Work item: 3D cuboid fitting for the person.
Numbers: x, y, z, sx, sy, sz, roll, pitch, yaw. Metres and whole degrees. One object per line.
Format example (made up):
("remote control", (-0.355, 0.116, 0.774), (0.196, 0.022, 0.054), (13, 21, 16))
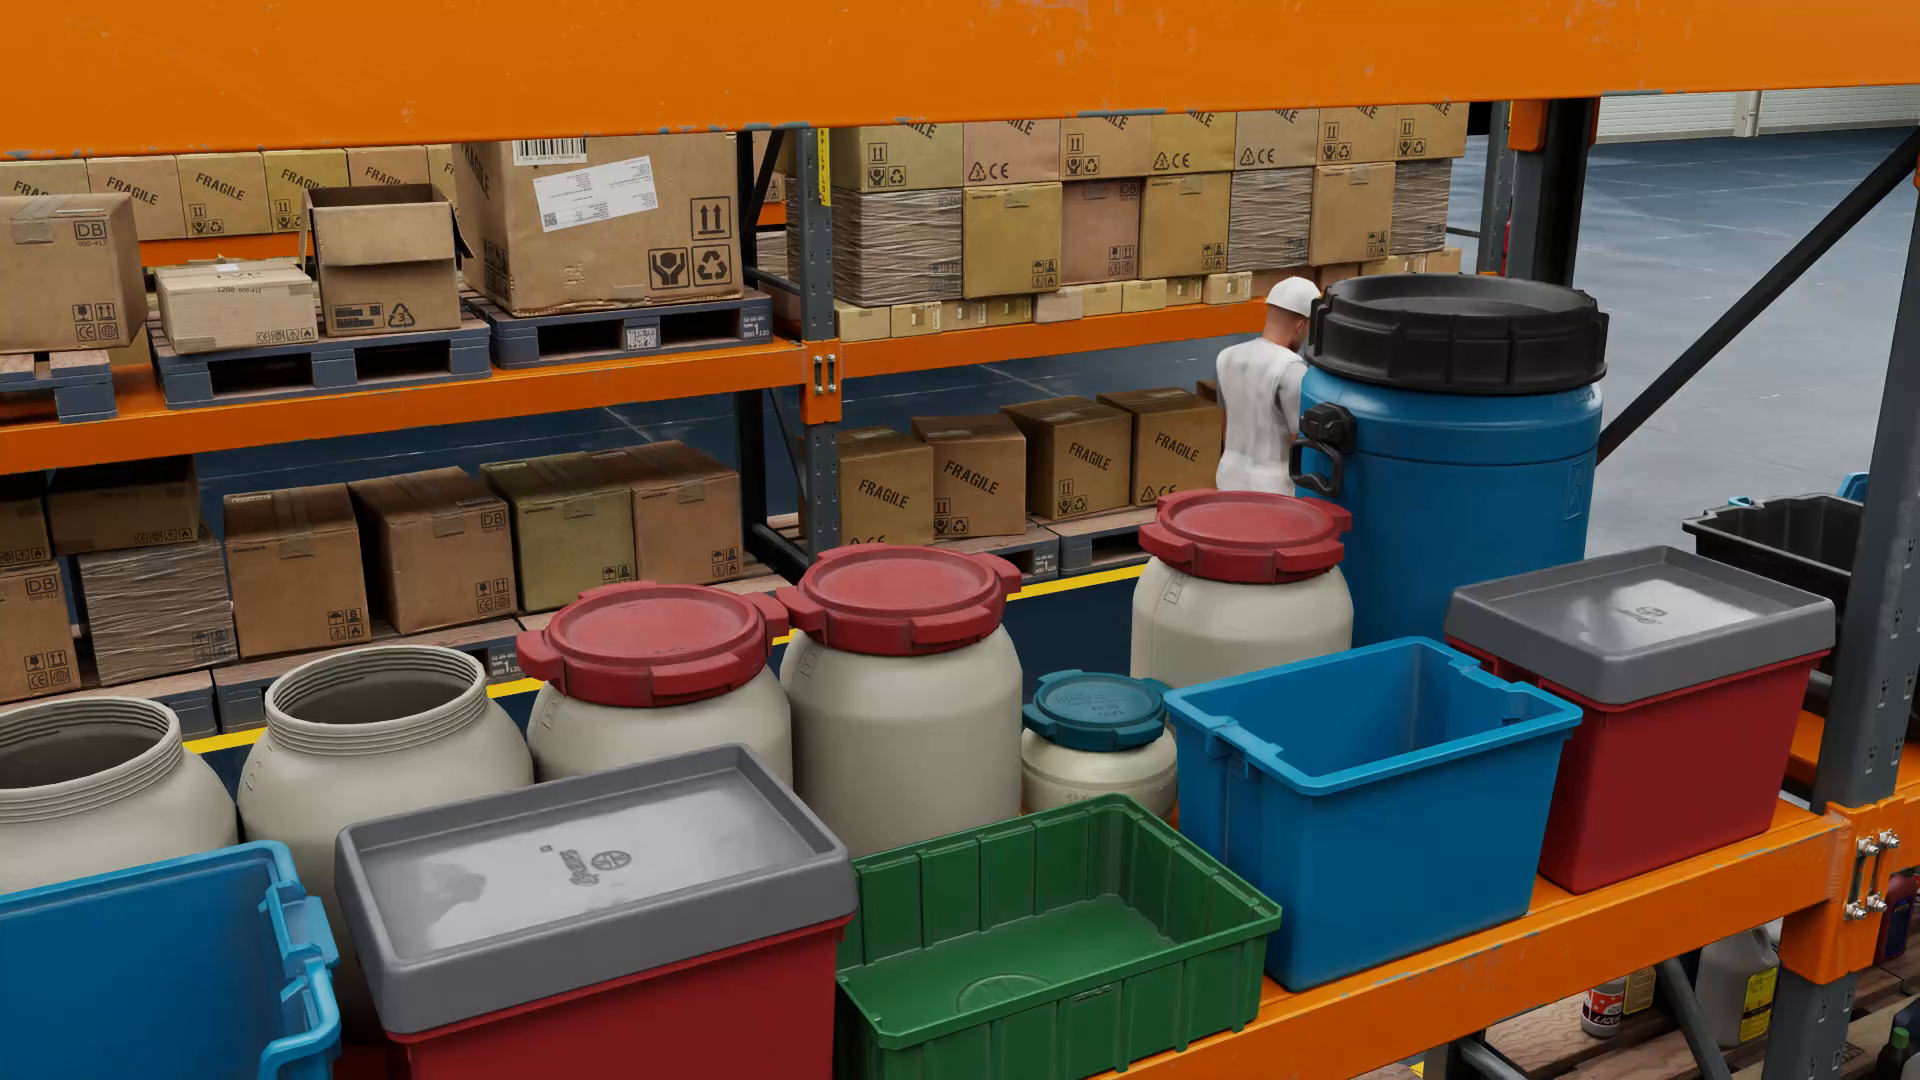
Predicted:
("person", (1.219, -0.148, 6.523), (0.413, 1.758, 0.536), (-9, 20, -26))
